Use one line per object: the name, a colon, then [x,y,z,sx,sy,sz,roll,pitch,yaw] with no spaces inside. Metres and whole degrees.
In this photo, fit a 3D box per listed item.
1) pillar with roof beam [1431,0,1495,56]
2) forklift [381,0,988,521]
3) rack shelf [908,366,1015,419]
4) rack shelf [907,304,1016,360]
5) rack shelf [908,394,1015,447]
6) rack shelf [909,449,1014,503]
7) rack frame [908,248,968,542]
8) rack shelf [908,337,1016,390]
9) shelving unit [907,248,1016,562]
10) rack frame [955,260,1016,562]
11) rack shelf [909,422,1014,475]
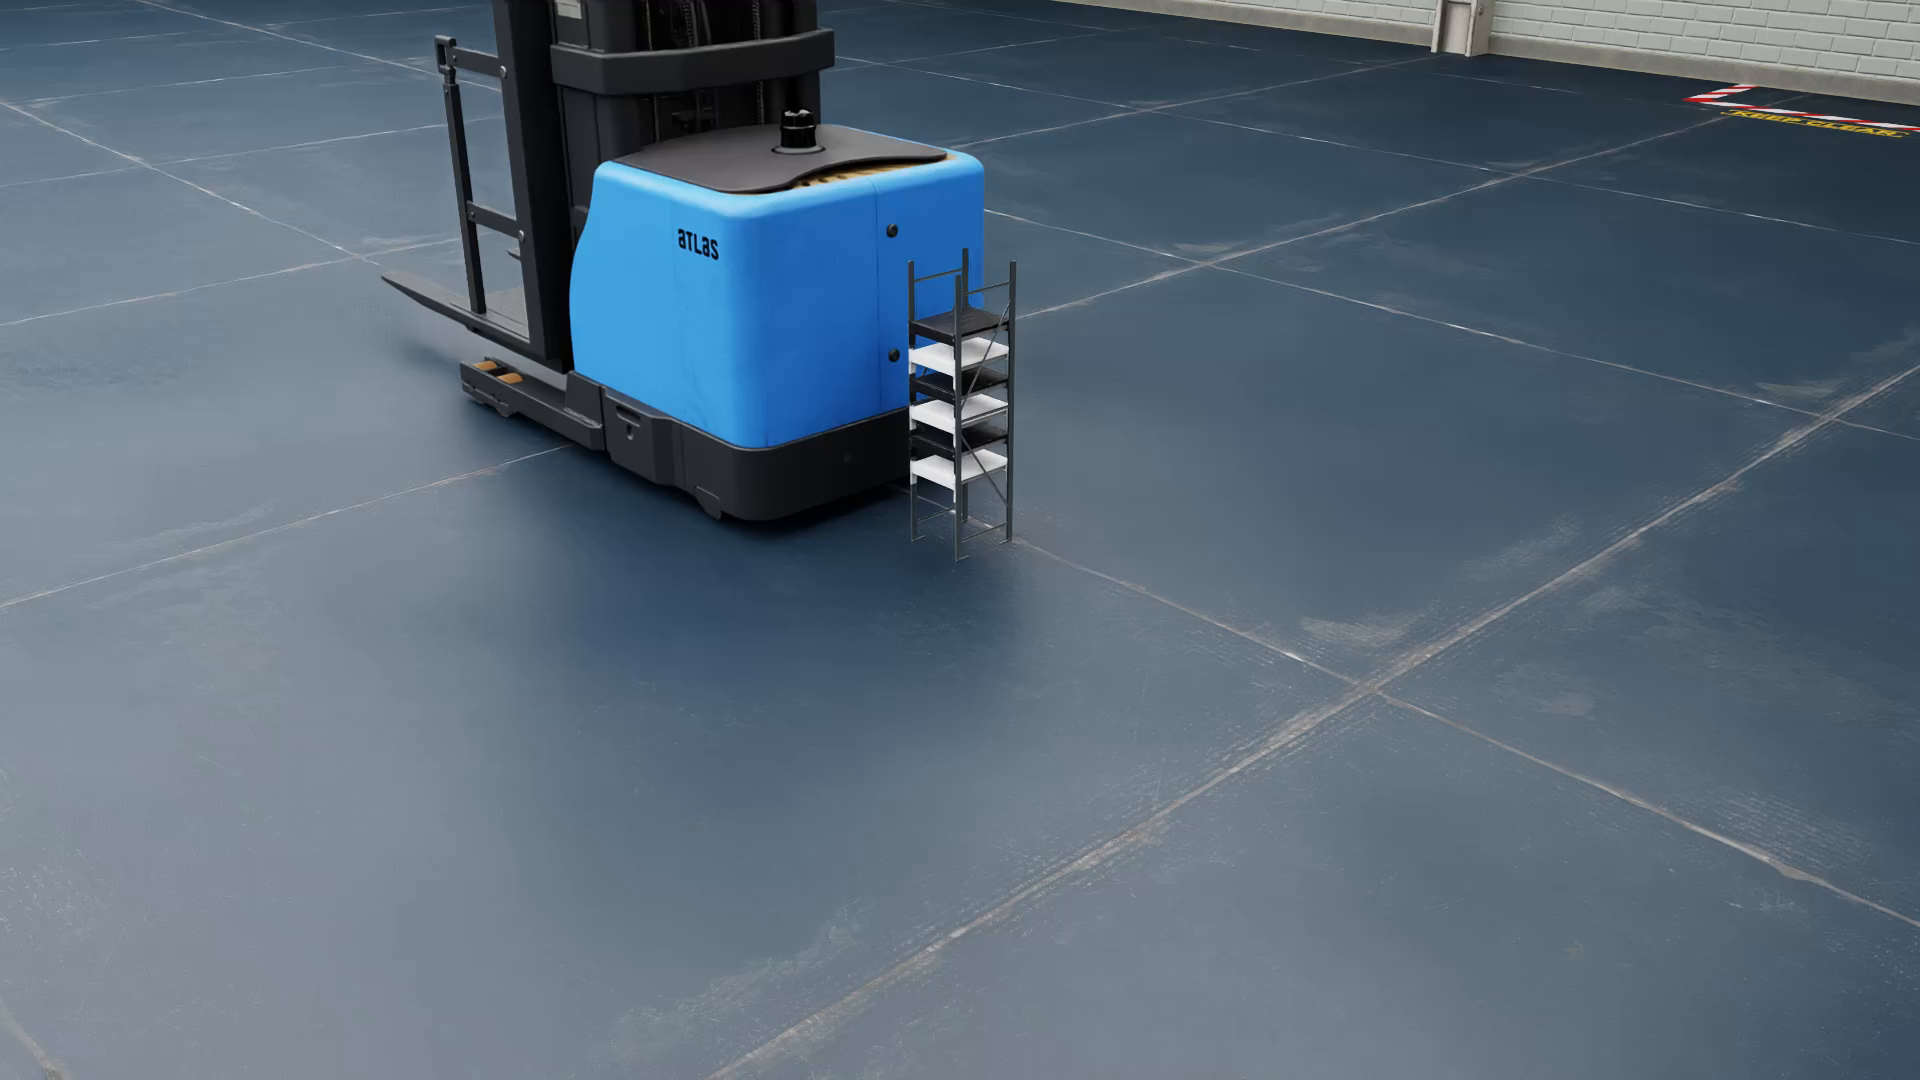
pillar with roof beam: [1.275,-7.186,10.159,9.100,9.000,0.400,-21,32,-38]
forklift: [-1.266,-1.920,5.927,1.130,2.935,3.031,-21,32,-38]
rack shelf: [0.006,-0.459,5.034,0.258,0.077,0.200,-21,32,-38]
rack shelf: [0.006,-0.622,4.960,0.258,0.077,0.200,-21,32,-38]
rack shelf: [0.006,-0.377,5.072,0.258,0.077,0.200,-21,32,-38]
rack shelf: [0.006,-0.213,5.146,0.258,0.077,0.200,-21,32,-38]
rack frame: [-0.064,-0.438,5.125,0.240,0.900,0.006,-21,32,-38]
rack shelf: [0.006,-0.540,4.997,0.258,0.077,0.200,-21,32,-38]
shelving unit: [0.006,-0.407,5.058,0.258,0.900,0.210,-21,32,-38]
rack frame: [0.075,-0.376,4.990,0.240,0.900,0.006,-21,32,-38]
rack shelf: [0.006,-0.295,5.109,0.258,0.077,0.200,-21,32,-38]
